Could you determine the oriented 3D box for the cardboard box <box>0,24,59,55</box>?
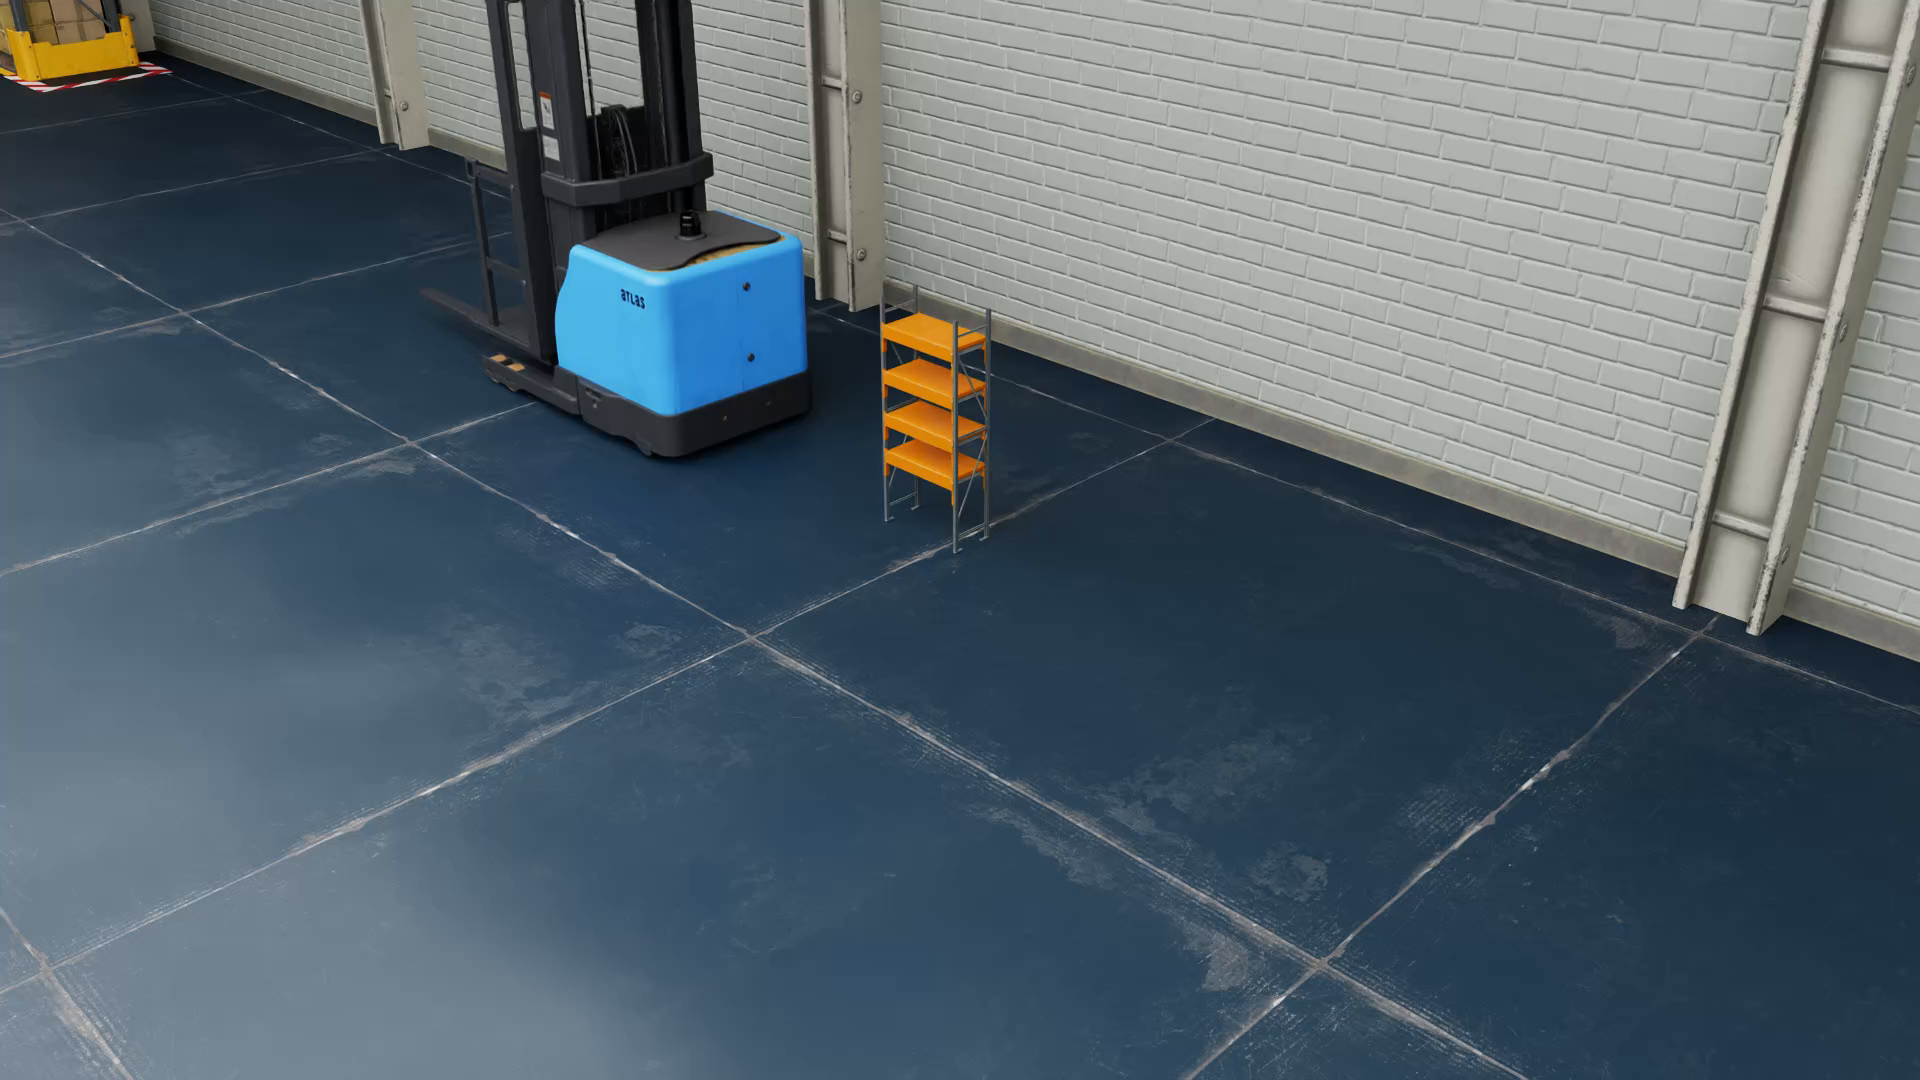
[{"bbox_3d":[-9.994,-5.377,17.756,0.500,0.250,0.500,25,37,39],"label":"cardboard box"}]

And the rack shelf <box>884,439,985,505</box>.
[{"bbox_3d":[-0.118,-0.350,8.197,0.480,0.148,0.258,25,36,38],"label":"rack shelf"}]

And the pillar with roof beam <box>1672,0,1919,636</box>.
[{"bbox_3d":[0.515,-2.239,2.840,0.400,9.000,9.100,25,36,38],"label":"pillar with roof beam"}]

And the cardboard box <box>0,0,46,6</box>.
[{"bbox_3d":[-9.984,-5.818,17.520,0.500,0.250,0.500,-24,36,-38],"label":"cardboard box"}]

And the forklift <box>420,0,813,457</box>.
[{"bbox_3d":[-2.237,-2.333,9.538,1.130,2.935,3.031,-24,36,-38],"label":"forklift"}]

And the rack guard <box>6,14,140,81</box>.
[{"bbox_3d":[-9.420,-5.246,17.689,0.348,0.500,1.175,25,36,38],"label":"rack guard"}]

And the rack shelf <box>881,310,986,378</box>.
[{"bbox_3d":[-0.118,-0.933,7.891,0.480,0.148,0.258,25,36,38],"label":"rack shelf"}]

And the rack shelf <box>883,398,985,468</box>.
[{"bbox_3d":[-0.118,-0.526,8.105,0.480,0.148,0.258,25,36,38],"label":"rack shelf"}]

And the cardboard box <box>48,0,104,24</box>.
[{"bbox_3d":[-9.627,-5.772,17.971,0.500,0.250,0.500,-25,36,-38],"label":"cardboard box"}]

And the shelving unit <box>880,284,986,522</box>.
[{"bbox_3d":[-0.122,-0.587,8.077,0.492,1.200,0.258,25,36,38],"label":"shelving unit"}]

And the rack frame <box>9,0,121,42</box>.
[{"bbox_3d":[-15.431,-8.735,18.622,12.086,5.808,5.935,25,36,38],"label":"rack frame"}]

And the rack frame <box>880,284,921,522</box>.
[{"bbox_3d":[-0.292,-0.665,8.225,0.015,1.200,0.240,25,36,38],"label":"rack frame"}]

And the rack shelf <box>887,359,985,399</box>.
[{"bbox_3d":[-0.118,-0.771,7.976,0.457,0.021,0.221,25,36,38],"label":"rack shelf"}]
